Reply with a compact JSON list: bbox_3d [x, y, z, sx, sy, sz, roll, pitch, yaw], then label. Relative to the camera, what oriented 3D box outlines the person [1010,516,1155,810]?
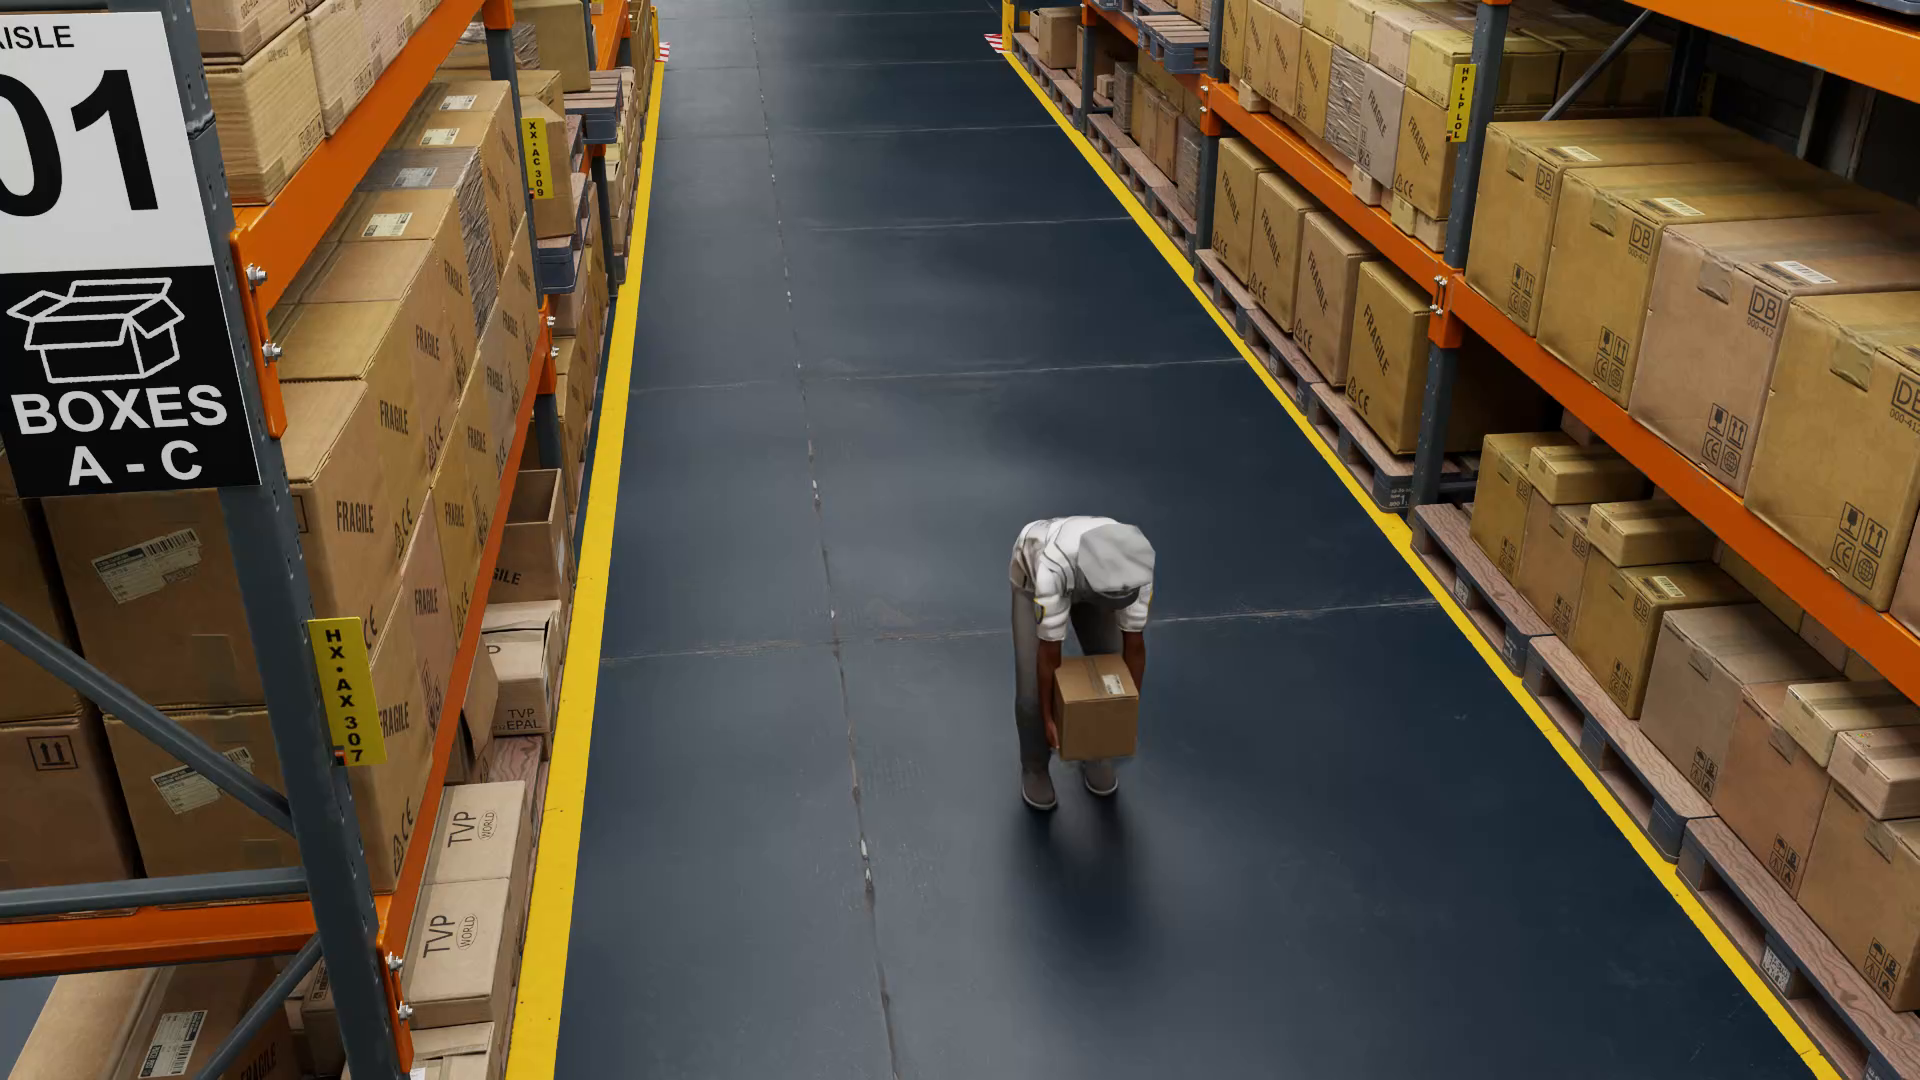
[{"bbox_3d":[0.424,0.411,5.742,0.417,1.284,0.892,-5,28,-9],"label":"person"}]
